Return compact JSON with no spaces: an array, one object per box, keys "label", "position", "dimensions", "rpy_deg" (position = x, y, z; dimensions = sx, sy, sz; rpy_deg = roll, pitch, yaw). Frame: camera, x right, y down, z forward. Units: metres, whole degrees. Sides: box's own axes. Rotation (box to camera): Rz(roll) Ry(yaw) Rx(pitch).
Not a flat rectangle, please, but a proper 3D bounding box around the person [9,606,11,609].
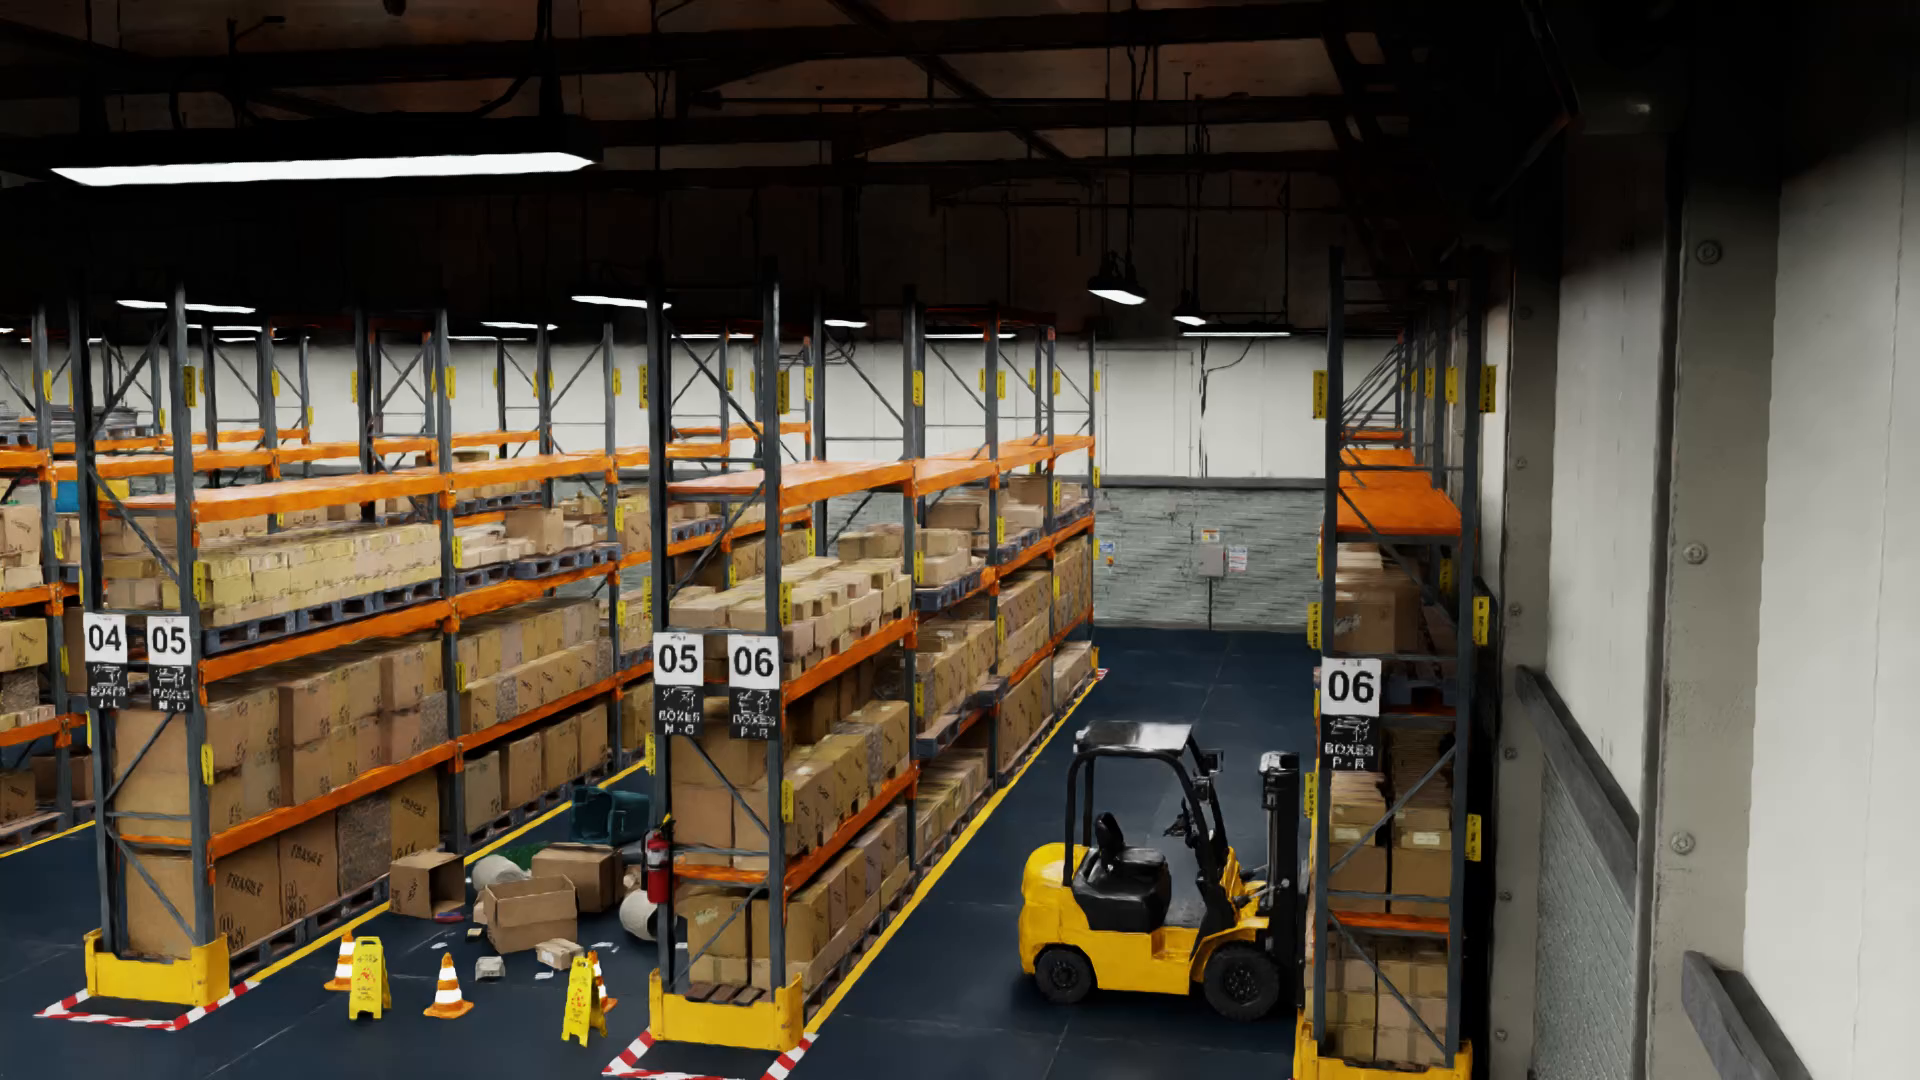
[{"label":"person","position":[-16.842,1.306,29.848],"dimensions":[0.391,1.671,0.630],"rpy_deg":[0,6,5]}]
